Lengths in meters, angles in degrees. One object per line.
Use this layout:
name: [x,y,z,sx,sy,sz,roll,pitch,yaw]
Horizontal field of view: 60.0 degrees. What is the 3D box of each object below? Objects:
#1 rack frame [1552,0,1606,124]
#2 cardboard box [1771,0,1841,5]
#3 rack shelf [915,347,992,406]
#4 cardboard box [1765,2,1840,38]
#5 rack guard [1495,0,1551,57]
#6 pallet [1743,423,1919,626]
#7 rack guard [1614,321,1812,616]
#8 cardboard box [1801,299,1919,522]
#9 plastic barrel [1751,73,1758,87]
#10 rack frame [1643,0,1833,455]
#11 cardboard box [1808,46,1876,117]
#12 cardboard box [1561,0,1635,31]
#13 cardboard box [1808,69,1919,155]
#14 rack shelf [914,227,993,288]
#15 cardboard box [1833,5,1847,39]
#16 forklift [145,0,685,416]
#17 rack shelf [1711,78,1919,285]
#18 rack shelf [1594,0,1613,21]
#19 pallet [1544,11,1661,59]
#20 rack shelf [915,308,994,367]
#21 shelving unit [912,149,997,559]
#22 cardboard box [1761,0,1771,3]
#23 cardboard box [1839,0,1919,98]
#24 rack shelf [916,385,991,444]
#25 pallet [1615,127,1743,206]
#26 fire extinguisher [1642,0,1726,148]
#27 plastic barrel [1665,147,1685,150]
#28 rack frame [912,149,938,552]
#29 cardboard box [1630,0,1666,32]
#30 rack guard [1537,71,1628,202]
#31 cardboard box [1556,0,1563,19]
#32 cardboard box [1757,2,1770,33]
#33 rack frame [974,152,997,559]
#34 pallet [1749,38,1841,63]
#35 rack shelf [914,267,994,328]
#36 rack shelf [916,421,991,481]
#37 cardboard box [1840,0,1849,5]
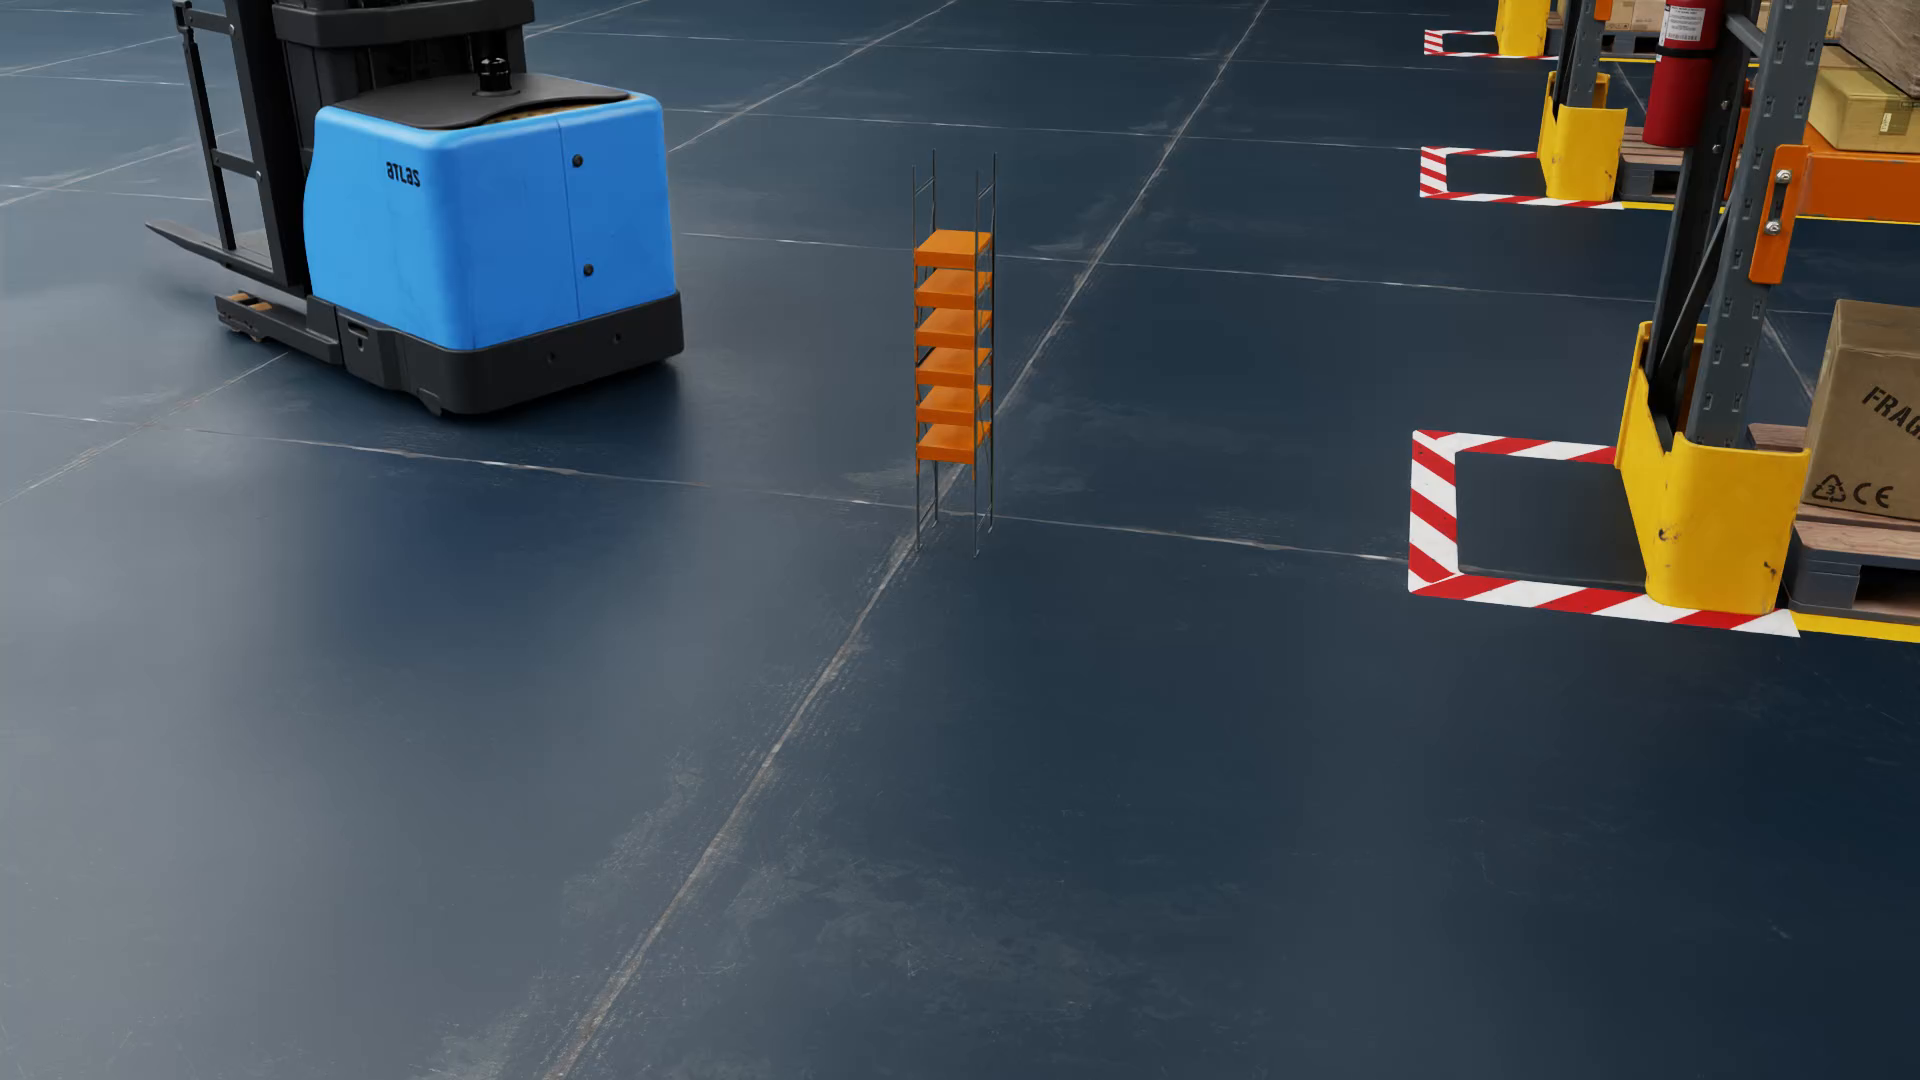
rack frame: [3.488,-3.461,9.031,0.127,3.000,1.000,6,26,13]
cardboard box: [6.641,-4.498,13.046,0.500,0.500,0.500,6,26,13]
rack shelf: [-0.014,-0.503,5.014,0.180,0.103,0.258,6,26,13]
cardboard box: [6.641,-4.160,13.208,0.500,0.250,0.500,6,26,13]
rack guard: [4.702,-4.397,13.904,0.348,0.500,1.175,6,26,13]
pallet: [3.106,-0.030,5.068,1.213,0.211,1.003,6,26,13]
rack guard: [2.328,-0.262,5.220,0.348,0.500,1.175,6,26,13]
cardboard box: [2.855,-0.386,4.991,0.500,0.500,0.500,11,28,23]
plastic barrel: [4.630,-2.435,9.281,0.421,0.512,0.421,0,25,0]
rack frame: [2.254,-1.399,4.699,0.127,3.000,1.000,6,26,13]
cardboard box: [2.581,-1.341,4.870,0.250,0.149,0.380,6,26,13]
cardboard box: [5.189,-4.321,13.547,0.500,0.250,0.500,6,26,13]
cardboard box: [2.471,-1.156,4.481,0.250,0.149,0.380,6,26,13]
rack shelf: [-0.014,-0.828,4.860,0.180,0.103,0.258,6,26,13]
cardboard box: [7.126,-4.107,13.096,0.500,0.250,0.500,6,26,13]
forklift: [-2.536,-2.300,6.672,3.031,2.935,1.130,21,33,38]
rack shelf: [4.191,-0.860,4.404,4.000,0.370,1.077,6,26,13]
rack shelf: [5.425,-2.922,8.735,4.000,0.370,1.077,6,26,13]
pallet: [5.476,-4.200,13.825,1.213,0.211,1.003,6,26,13]
rack shelf: [-0.014,-0.612,4.963,0.180,0.103,0.258,6,26,13]
shelving unit: [-0.014,-0.543,4.995,0.189,1.200,0.258,6,26,13]
cardboard box: [6.161,-4.559,13.174,0.500,0.500,0.500,6,26,13]
cardboard box: [2.780,-1.508,4.466,0.500,0.500,0.875,6,26,13]
rack shelf: [-0.014,-0.395,5.066,0.180,0.103,0.258,6,26,13]
pallet: [4.358,-2.124,9.467,1.213,0.211,1.003,6,26,13]
fire extinguisher: [2.258,-1.568,5.145,0.183,0.674,0.296,6,26,13]
plastic barrel: [4.144,-2.489,9.394,0.421,0.512,0.421,0,25,0]
rack frame: [-0.103,-0.553,5.016,0.006,1.200,0.240,6,26,13]
cardboard box: [5.674,-4.269,13.438,0.500,0.250,0.500,6,26,13]
rack guard: [3.573,-2.344,9.592,0.348,0.500,1.175,6,26,13]
cardboard box: [5.318,-4.537,14.000,0.500,0.250,0.500,6,26,13]
cardboard box: [6.158,-4.215,13.325,0.500,0.250,0.500,6,26,13]
rack frame: [0.075,-0.533,4.975,0.006,1.200,0.240,6,26,13]
pallet: [6.654,-4.068,13.549,1.213,0.211,1.003,6,26,13]
rack shelf: [-0.014,-0.720,4.911,0.180,0.103,0.258,6,26,13]
rack shelf: [-0.014,-0.286,5.118,0.180,0.103,0.258,6,26,13]
cardboard box: [7.129,-4.450,12.946,0.500,0.500,0.500,6,26,13]
